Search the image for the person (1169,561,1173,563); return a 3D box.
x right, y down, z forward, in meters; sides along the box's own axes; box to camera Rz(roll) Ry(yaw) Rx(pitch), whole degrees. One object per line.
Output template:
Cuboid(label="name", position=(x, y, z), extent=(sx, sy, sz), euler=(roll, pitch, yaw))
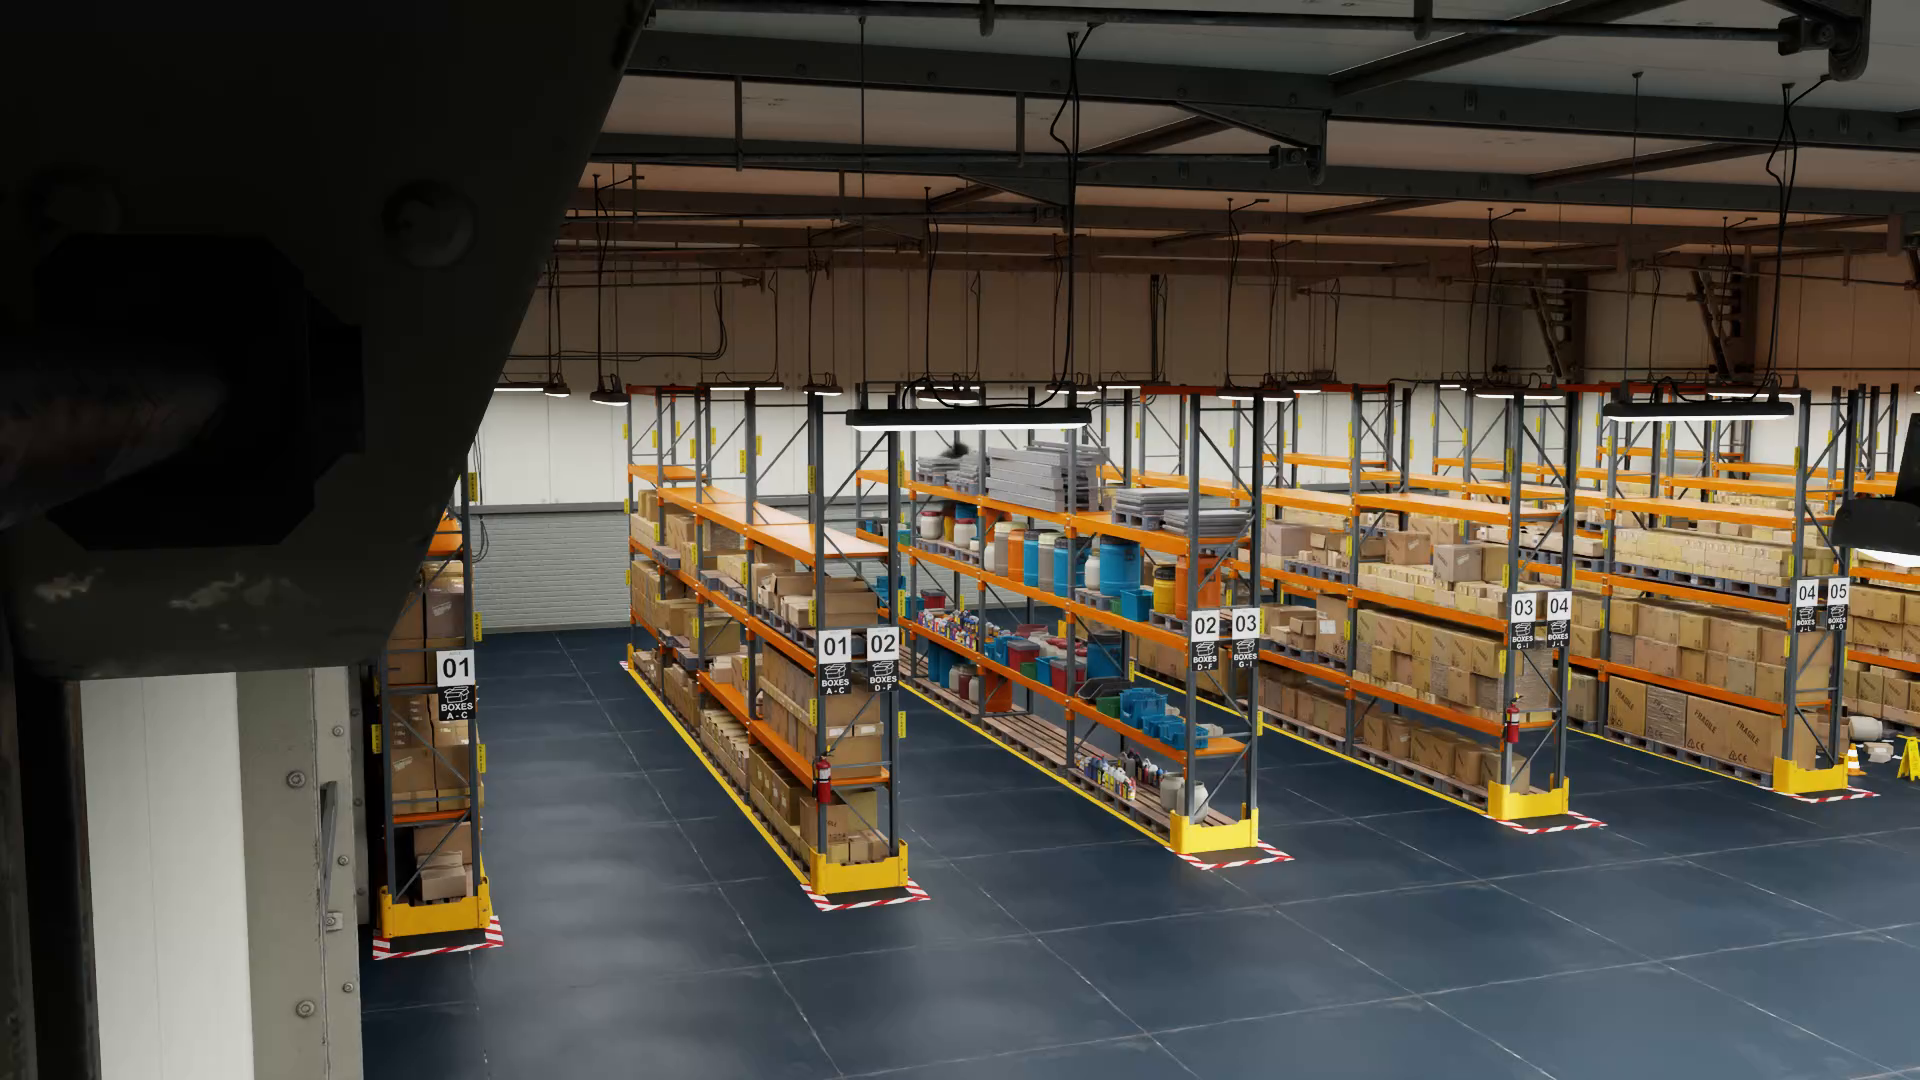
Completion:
Cuboid(label="person", position=(5.000, 1.388, 39.413), extent=(0.685, 1.780, 0.824), euler=(-2, 6, -19))

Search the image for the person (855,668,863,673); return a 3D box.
Cuboid(label="person", position=(-1.942, 2.527, 28.914), extent=(0.599, 1.662, 0.941), euler=(-4, 7, -35))

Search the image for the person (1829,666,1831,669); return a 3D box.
Cuboid(label="person", position=(17.257, 1.993, 33.681), extent=(0.654, 1.761, 0.684), euler=(-2, 6, -18))
